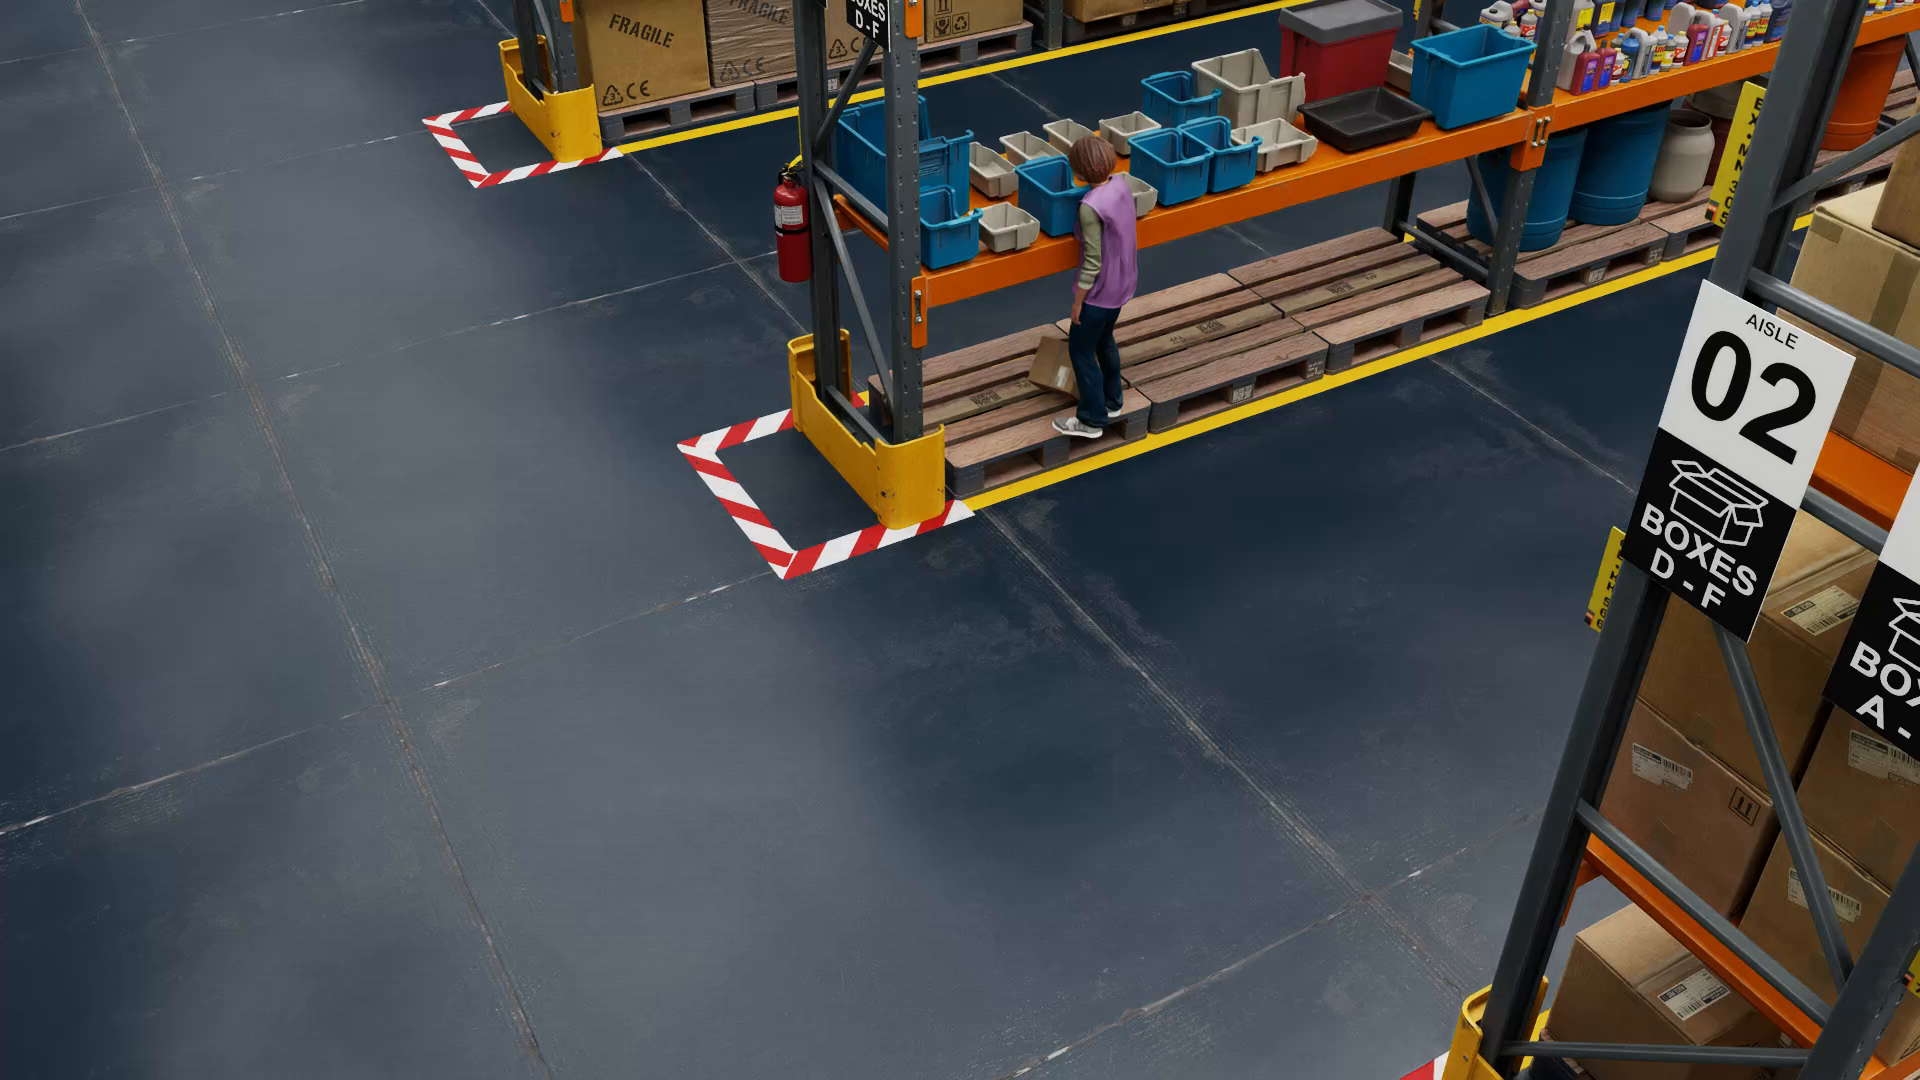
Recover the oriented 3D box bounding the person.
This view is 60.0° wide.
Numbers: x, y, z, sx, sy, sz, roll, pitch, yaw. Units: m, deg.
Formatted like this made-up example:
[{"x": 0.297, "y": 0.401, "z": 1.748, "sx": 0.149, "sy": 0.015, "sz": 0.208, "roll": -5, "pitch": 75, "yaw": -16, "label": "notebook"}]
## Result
[{"x": 0.686, "y": -1.235, "z": 8.210, "sx": 0.346, "sy": 1.592, "sz": 0.469, "roll": 20, "pitch": 41, "yaw": 24, "label": "person"}]
